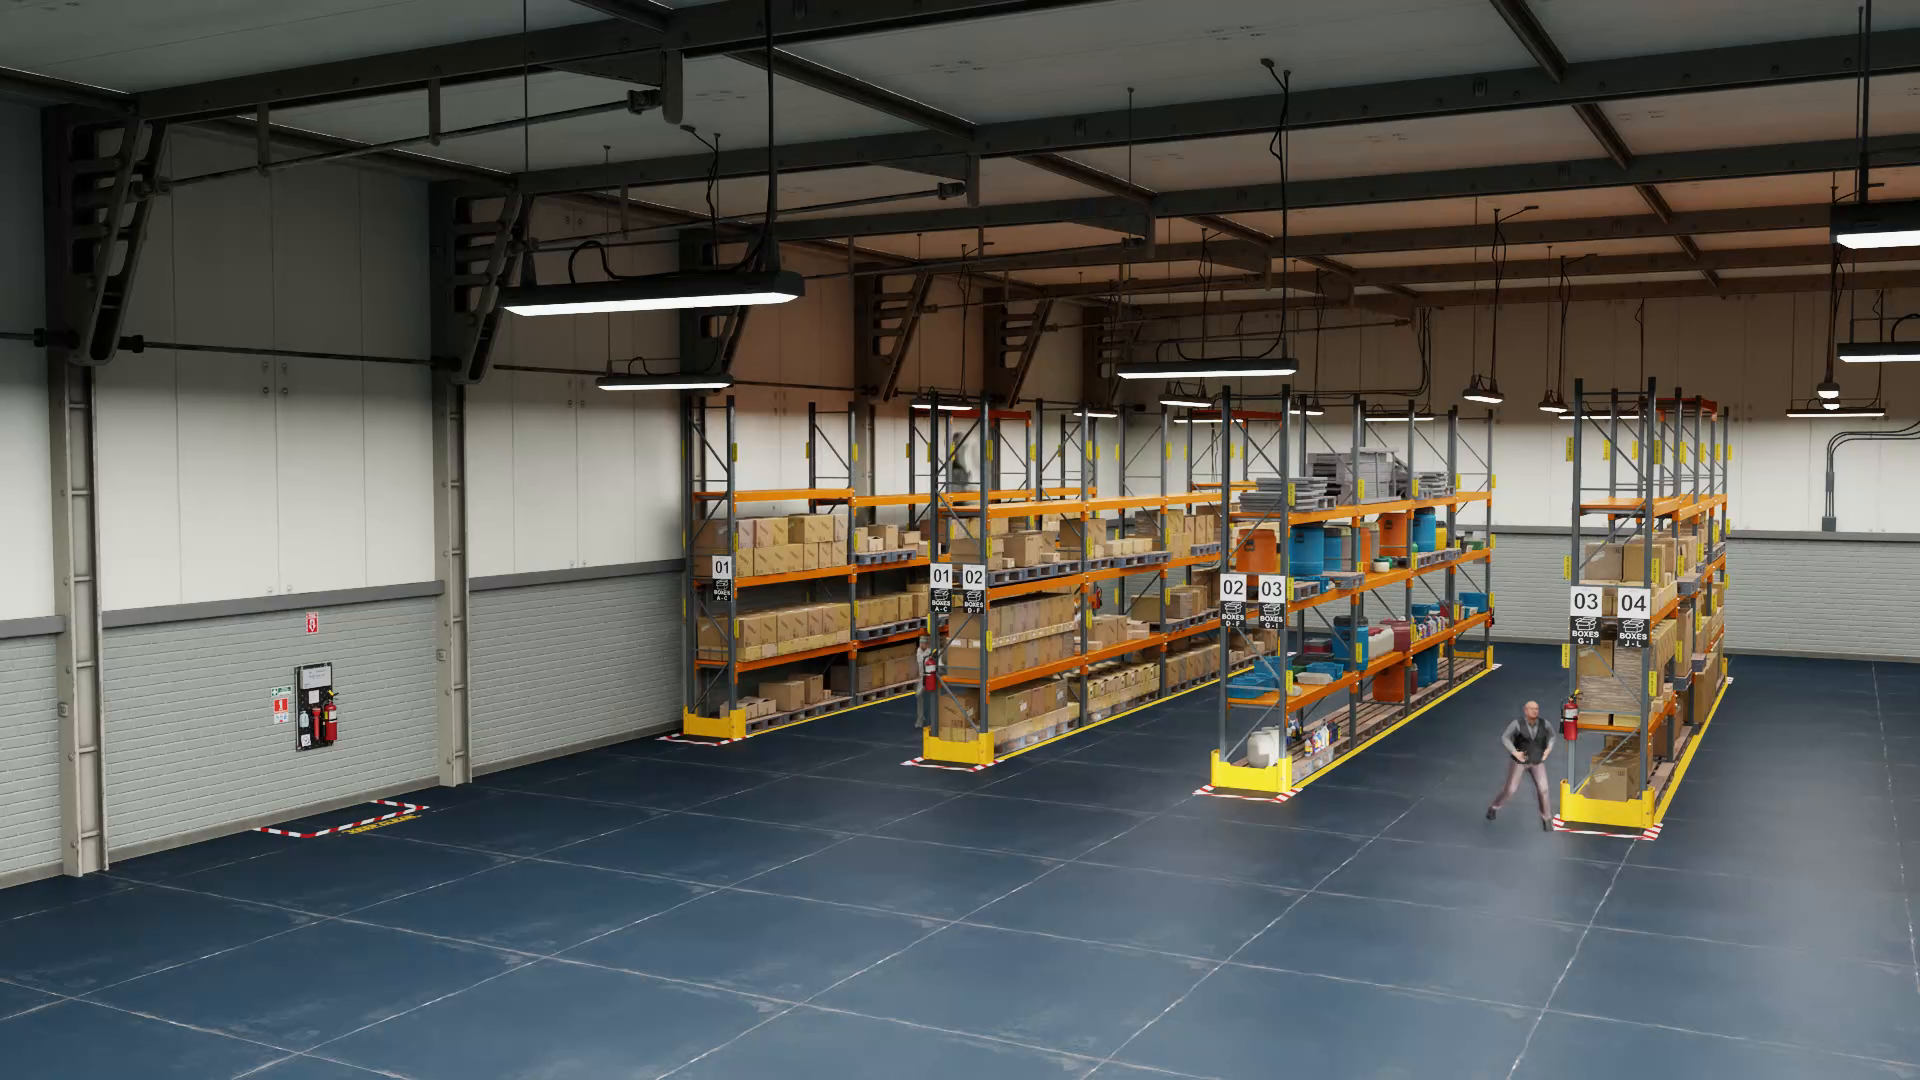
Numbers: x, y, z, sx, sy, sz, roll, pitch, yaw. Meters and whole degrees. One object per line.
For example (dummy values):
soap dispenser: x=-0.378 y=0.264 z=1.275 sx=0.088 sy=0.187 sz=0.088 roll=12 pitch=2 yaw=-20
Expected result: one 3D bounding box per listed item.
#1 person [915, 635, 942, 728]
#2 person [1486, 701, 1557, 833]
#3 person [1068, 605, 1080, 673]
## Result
person: x=-0.540 y=2.570 z=30.612 sx=0.614 sy=1.696 sz=0.987 roll=1 pitch=3 yaw=24
person: x=7.547 y=3.002 z=22.237 sx=0.890 sy=1.720 sz=0.742 roll=0 pitch=3 yaw=1
person: x=2.540 y=2.242 z=37.074 sx=0.595 sy=1.622 sz=0.561 roll=1 pitch=3 yaw=19
